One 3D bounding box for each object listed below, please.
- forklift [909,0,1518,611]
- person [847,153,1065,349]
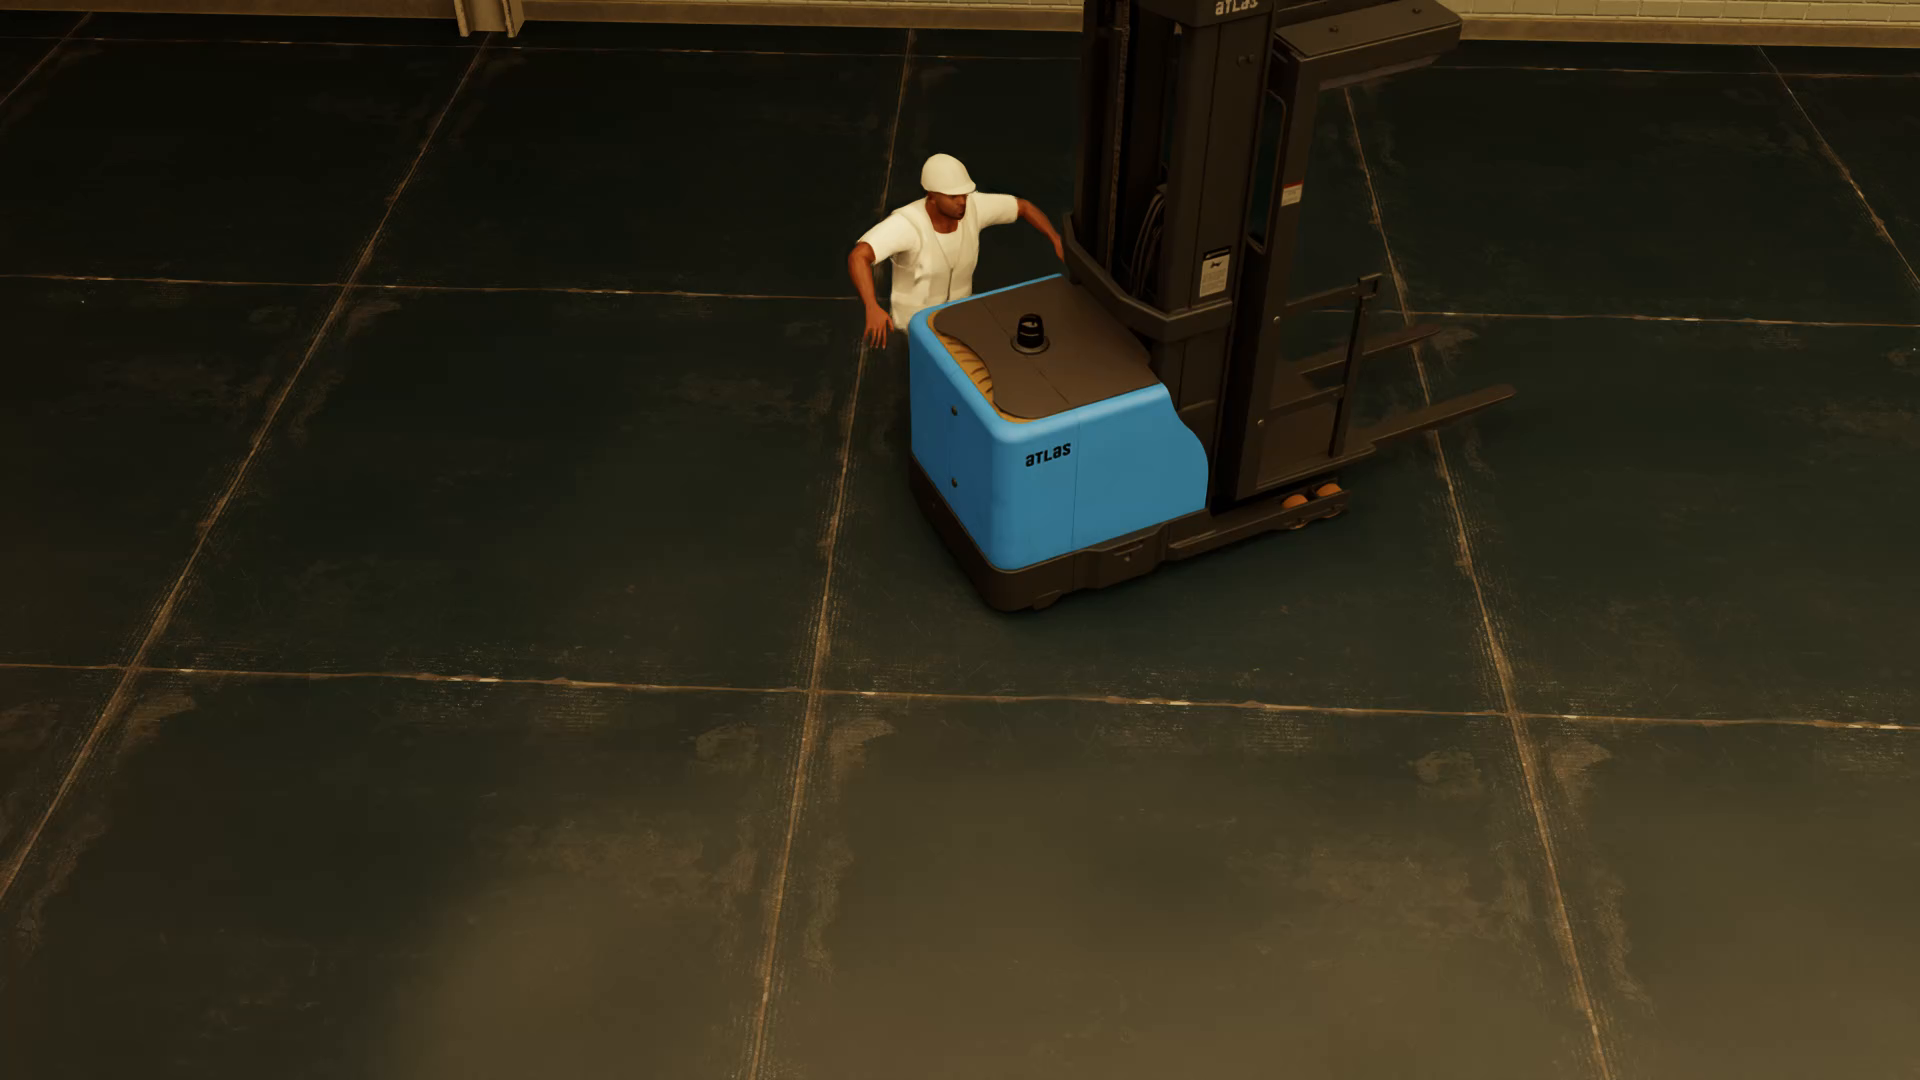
[{"bbox_3d":[1.314,-1.440,7.320,3.031,2.935,1.130,-18,45,-18],"label":"forklift"},{"bbox_3d":[0.044,-1.051,7.864,1.186,1.500,0.842,-28,49,-27],"label":"person"}]
